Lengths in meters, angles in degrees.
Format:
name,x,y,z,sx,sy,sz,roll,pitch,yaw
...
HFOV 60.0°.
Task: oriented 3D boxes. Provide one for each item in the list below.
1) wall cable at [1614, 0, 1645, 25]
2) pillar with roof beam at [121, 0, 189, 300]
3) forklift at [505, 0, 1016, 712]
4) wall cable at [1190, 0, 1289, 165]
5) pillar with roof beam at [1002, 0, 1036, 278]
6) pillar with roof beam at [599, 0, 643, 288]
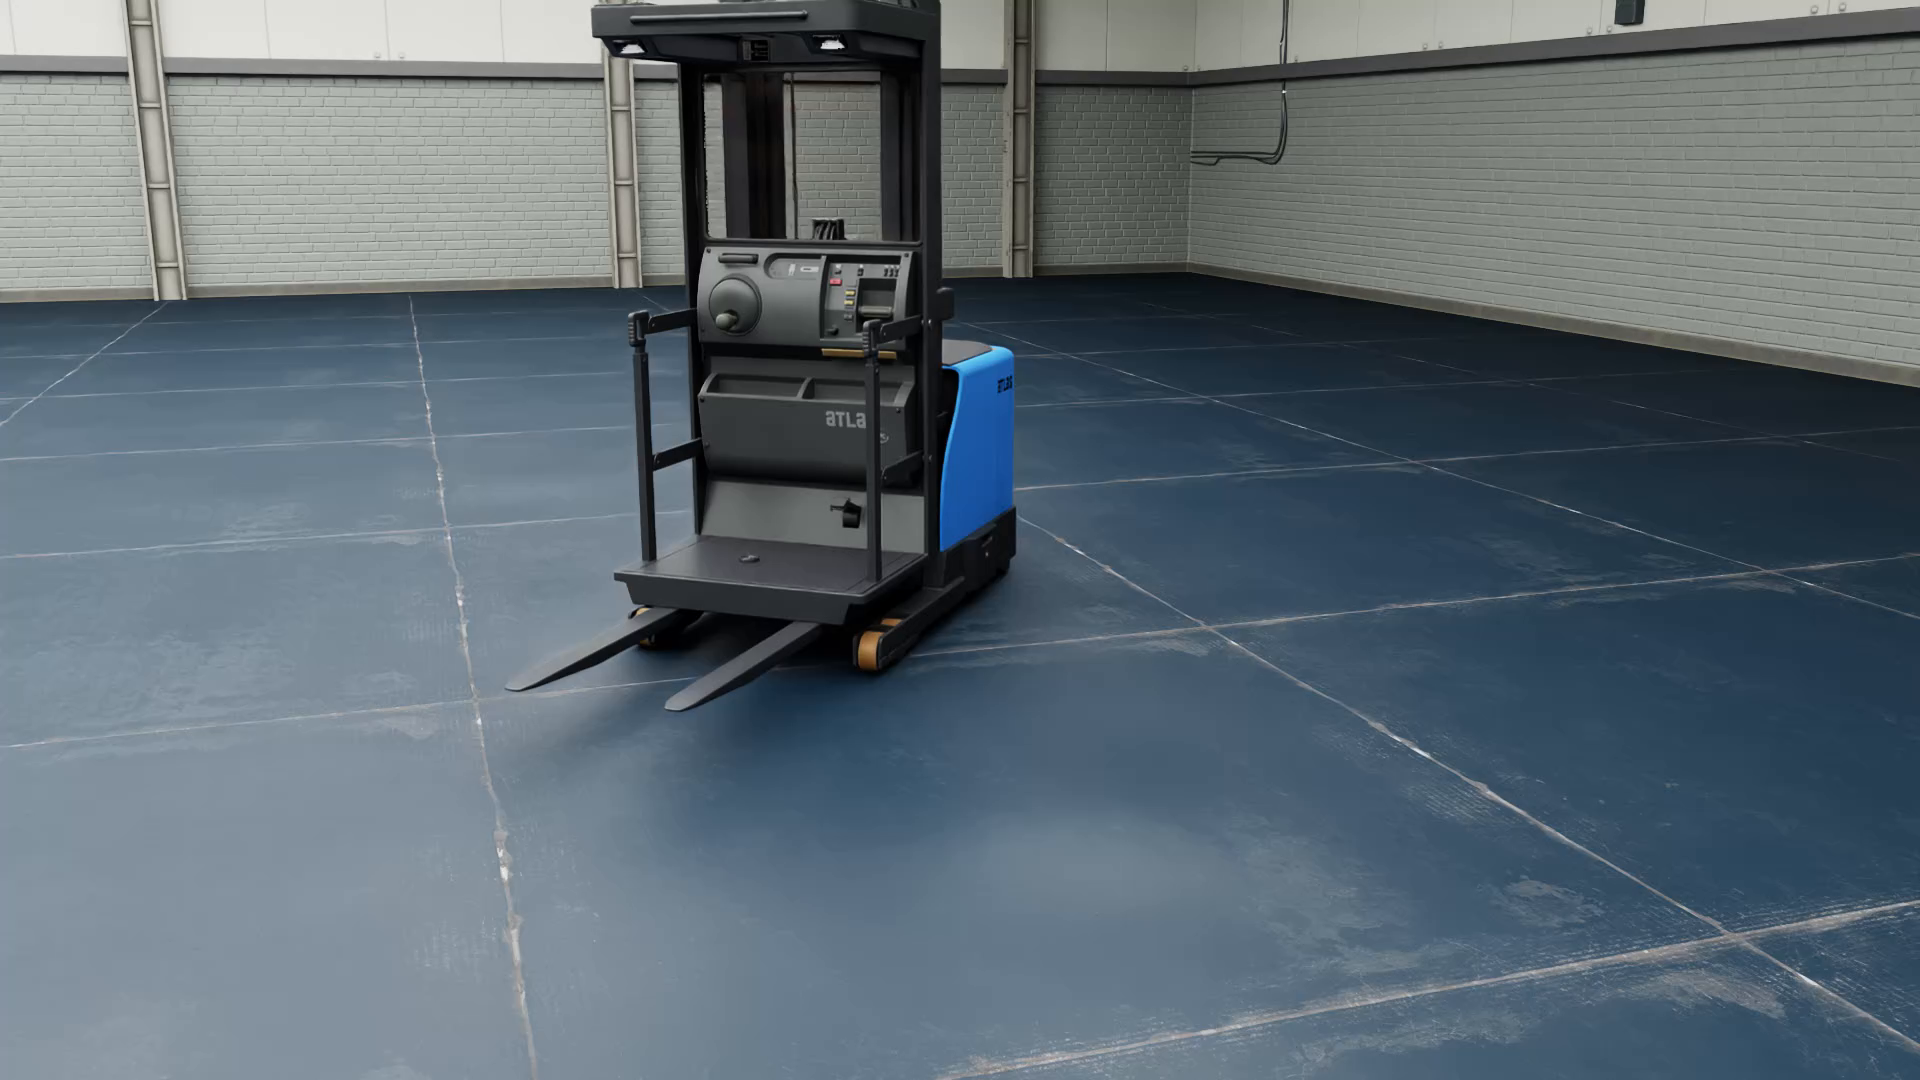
name,x,y,z,sx,sy,sz,roll,pitch,yaw
wall cable,7.121,-7.966,15.338,0.169,6.003,2.305,-4,14,-18
pillar with roof beam,-9.106,-6.638,17.102,0.400,9.000,9.100,-4,14,-18
forklift,-0.706,-1.014,6.573,1.130,2.935,3.031,5,14,19
wall cable,4.108,-6.884,24.849,0.112,2.526,3.097,-4,14,-18
pillar with roof beam,2.267,-7.523,20.826,0.400,9.000,9.100,-4,14,-18
pillar with roof beam,-3.419,-7.081,18.964,0.400,9.000,9.100,-4,14,-18
